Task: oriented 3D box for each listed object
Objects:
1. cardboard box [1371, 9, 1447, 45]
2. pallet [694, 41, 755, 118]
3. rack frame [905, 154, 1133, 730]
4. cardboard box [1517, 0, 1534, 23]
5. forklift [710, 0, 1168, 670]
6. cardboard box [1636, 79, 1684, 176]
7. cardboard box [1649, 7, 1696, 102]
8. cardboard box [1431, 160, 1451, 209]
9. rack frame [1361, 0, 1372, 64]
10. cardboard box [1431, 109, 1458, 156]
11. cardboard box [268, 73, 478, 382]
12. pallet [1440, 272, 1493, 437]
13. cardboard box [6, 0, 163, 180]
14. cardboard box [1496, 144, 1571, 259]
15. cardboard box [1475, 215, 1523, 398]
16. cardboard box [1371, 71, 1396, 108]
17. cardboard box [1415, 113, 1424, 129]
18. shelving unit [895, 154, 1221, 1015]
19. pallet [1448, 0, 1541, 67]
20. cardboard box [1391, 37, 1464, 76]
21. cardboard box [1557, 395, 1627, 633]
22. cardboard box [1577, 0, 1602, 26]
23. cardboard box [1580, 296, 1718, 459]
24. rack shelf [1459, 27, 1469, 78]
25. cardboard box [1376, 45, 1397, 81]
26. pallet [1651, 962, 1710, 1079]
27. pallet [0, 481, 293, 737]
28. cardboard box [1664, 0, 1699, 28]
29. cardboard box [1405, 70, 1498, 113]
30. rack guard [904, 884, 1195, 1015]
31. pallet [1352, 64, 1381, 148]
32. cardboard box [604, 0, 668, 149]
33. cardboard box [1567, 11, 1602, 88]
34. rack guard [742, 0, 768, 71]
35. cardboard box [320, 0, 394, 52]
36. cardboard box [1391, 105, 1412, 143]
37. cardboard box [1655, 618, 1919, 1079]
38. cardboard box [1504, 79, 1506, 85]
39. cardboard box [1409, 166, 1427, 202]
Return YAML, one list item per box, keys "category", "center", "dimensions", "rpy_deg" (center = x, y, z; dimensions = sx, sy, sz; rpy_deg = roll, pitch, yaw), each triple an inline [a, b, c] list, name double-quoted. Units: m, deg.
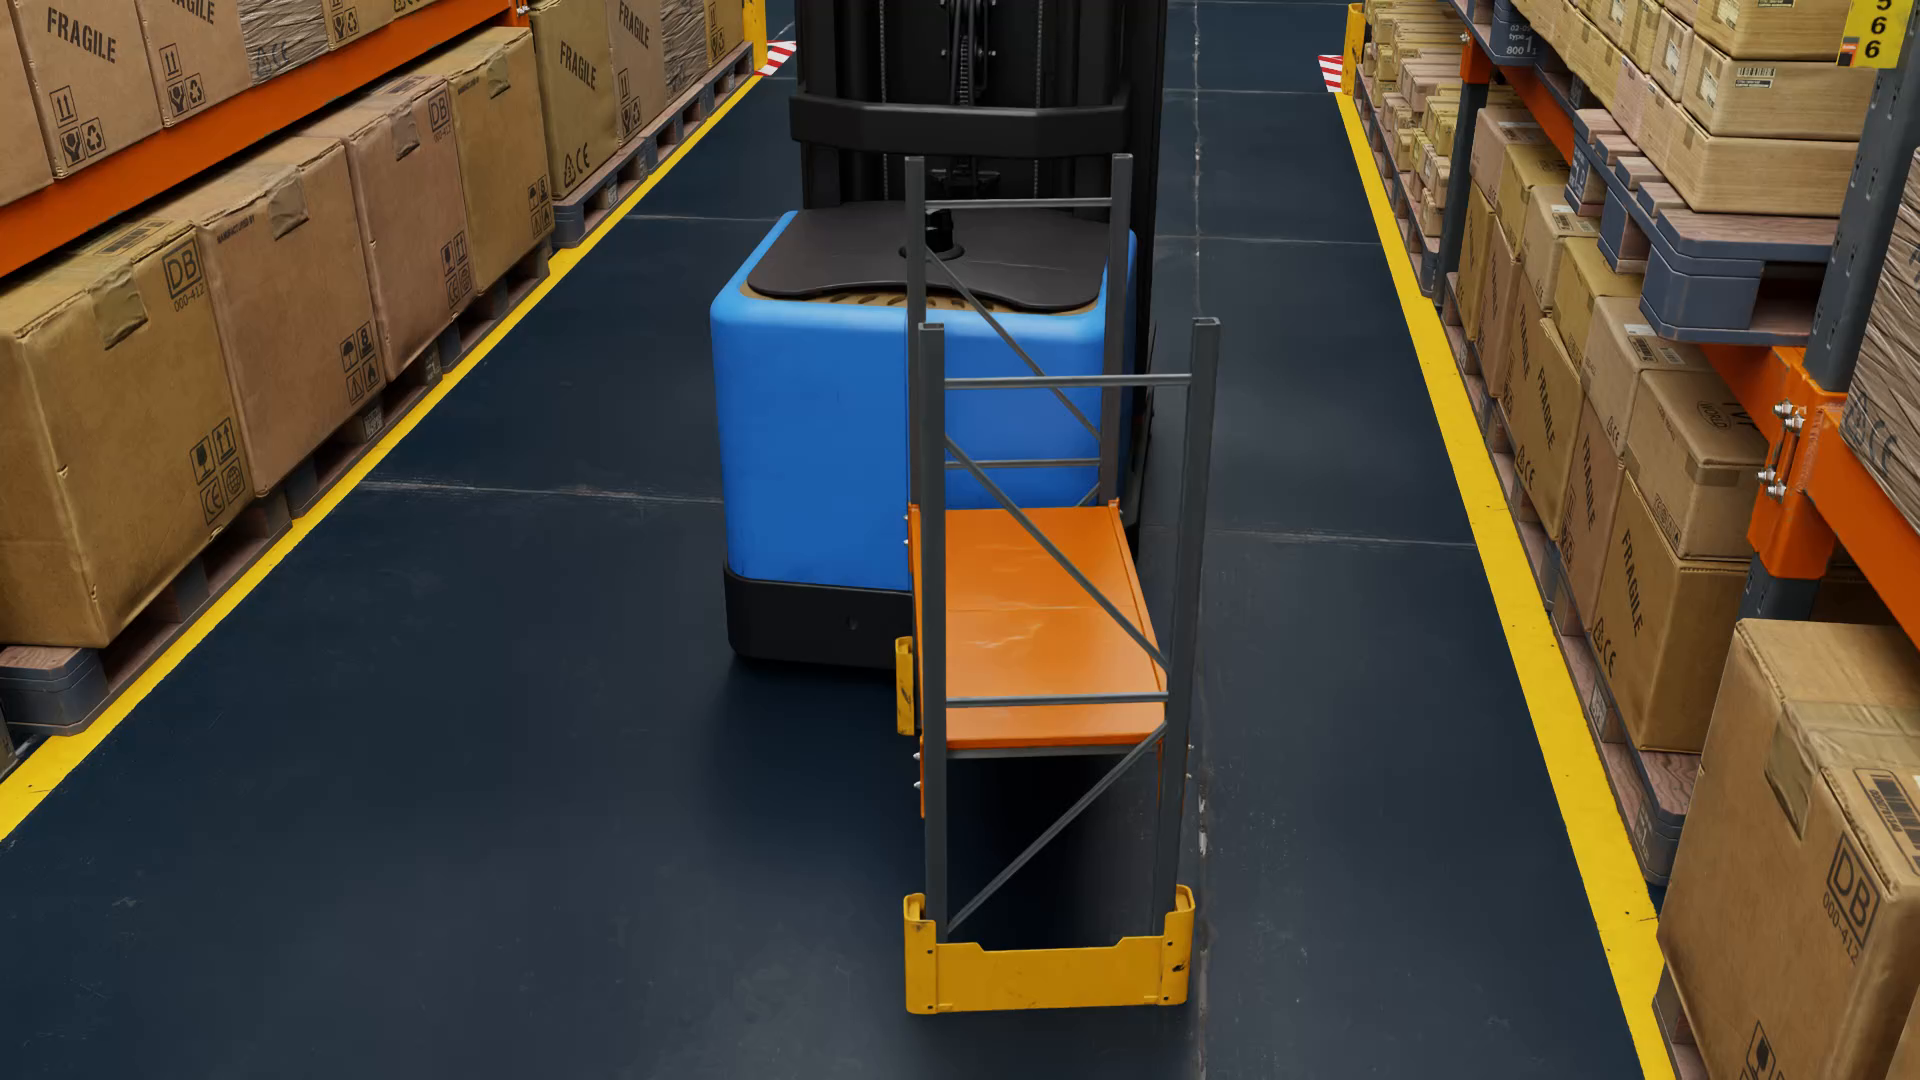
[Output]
- category: "cardboard box"
  center: [2.540, -2.902, 9.409]
  dimensions: [0.380, 0.149, 0.250]
  rpy_deg: [3, 28, 6]
- category: "pallet"
  center: [-1.916, -2.912, 10.433]
  dimensions: [1.003, 0.211, 1.213]
  rpy_deg: [3, 28, 6]
- category: "rack frame"
  center: [0.129, -0.180, 4.002]
  dimensions: [0.500, 1.500, 0.032]
  rpy_deg: [-1, 28, -3]
- category: "cardboard box"
  center: [1.865, -1.603, 4.884]
  dimensions: [0.380, 0.149, 0.250]
  rpy_deg: [3, 28, 5]
- category: "forklift"
  center: [0.096, -1.586, 5.103]
  dimensions: [1.130, 2.935, 3.031]
  rpy_deg: [4, 29, 8]
- category: "cardboard box"
  center: [1.670, -0.869, 3.523]
  dimensions: [0.380, 0.149, 0.250]
  rpy_deg: [3, 28, 6]
- category: "cardboard box"
  center: [1.674, -1.009, 3.469]
  dimensions: [0.380, 0.149, 0.250]
  rpy_deg: [4, 29, 8]
- category: "cardboard box"
  center: [2.247, -1.529, 7.176]
  dimensions: [0.380, 0.149, 0.250]
  rpy_deg: [4, 29, 7]
- category: "rack frame"
  center: [3.014, -4.185, 9.855]
  dimensions: [1.000, 3.000, 0.127]
  rpy_deg: [3, 28, 6]
- category: "cardboard box"
  center: [2.301, -1.799, 7.362]
  dimensions: [0.380, 0.149, 0.250]
  rpy_deg: [4, 29, 7]
- category: "cardboard box"
  center: [-2.553, -1.164, 6.046]
  dimensions: [1.225, 0.875, 0.875]
  rpy_deg: [2, 28, 4]
- category: "pallet"
  center: [2.430, -0.708, 6.341]
  dimensions: [1.003, 0.211, 1.213]
  rpy_deg: [3, 28, 6]
- category: "cardboard box"
  center: [-2.486, -1.255, 4.311]
  dimensions: [0.500, 0.500, 0.500]
  rpy_deg: [3, 28, 5]
- category: "cardboard box"
  center: [2.109, -1.133, 5.593]
  dimensions: [0.500, 0.250, 0.500]
  rpy_deg: [4, 29, 8]
- category: "cardboard box"
  center: [2.107, -0.805, 5.774]
  dimensions: [0.500, 0.500, 0.500]
  rpy_deg: [5, 29, 8]
- category: "cardboard box"
  center: [2.518, -2.527, 9.342]
  dimensions: [0.380, 0.149, 0.250]
  rpy_deg: [4, 29, 7]
- category: "cardboard box"
  center: [2.423, -2.018, 8.083]
  dimensions: [0.380, 0.149, 0.250]
  rpy_deg: [4, 29, 7]
- category: "shelving unit"
  center: [0.155, 0.057, 3.563]
  dimensions: [0.587, 1.500, 1.083]
  rpy_deg: [-1, 28, -3]
- category: "pallet"
  center: [2.286, -1.866, 5.754]
  dimensions: [1.003, 0.211, 1.213]
  rpy_deg: [3, 28, 6]
- category: "cardboard box"
  center: [2.471, -2.529, 8.717]
  dimensions: [0.380, 0.149, 0.250]
  rpy_deg: [4, 29, 7]
- category: "cardboard box"
  center: [1.922, -0.073, 4.415]
  dimensions: [0.500, 0.500, 0.500]
  rpy_deg: [4, 29, 8]
- category: "cardboard box"
  center: [1.767, -1.368, 4.135]
  dimensions: [0.380, 0.149, 0.250]
  rpy_deg: [3, 28, 6]
- category: "cardboard box"
  center: [1.909, -0.409, 4.249]
  dimensions: [0.500, 0.250, 0.500]
  rpy_deg: [4, 29, 7]
- category: "rack shelf"
  center: [2.769, -2.927, 8.278]
  dimensions: [1.077, 0.370, 4.000]
  rpy_deg: [3, 28, 6]
- category: "cardboard box"
  center: [2.524, -2.653, 9.262]
  dimensions: [0.380, 0.149, 0.250]
  rpy_deg: [4, 29, 8]
- category: "pallet"
  center: [1.863, 1.175, 2.846]
  dimensions: [1.003, 0.211, 1.213]
  rpy_deg: [3, 28, 6]
- category: "pallet"
  center: [-2.705, 0.106, 4.831]
  dimensions: [1.003, 0.211, 1.213]
  rpy_deg: [3, 28, 6]
- category: "cardboard box"
  center: [1.672, -1.131, 3.381]
  dimensions: [0.380, 0.149, 0.250]
  rpy_deg: [3, 28, 6]
- category: "cardboard box"
  center: [2.375, -2.167, 8.045]
  dimensions: [0.380, 0.149, 0.250]
  rpy_deg: [2, 28, 4]
- category: "rack guard"
  center: [0.180, 0.843, 3.422]
  dimensions: [0.587, 0.250, 0.087]
  rpy_deg: [-1, 28, -3]
- category: "pallet"
  center: [2.870, -2.541, 9.744]
  dimensions: [1.003, 0.211, 1.213]
  rpy_deg: [3, 28, 6]
- category: "cardboard box"
  center: [-2.116, -2.617, 8.742]
  dimensions: [0.875, 0.875, 0.875]
  rpy_deg: [3, 28, 6]
- category: "cardboard box"
  center: [1.767, -1.234, 4.200]
  dimensions: [0.380, 0.149, 0.250]
  rpy_deg: [2, 28, 4]
- category: "rack guard"
  center: [-1.893, -3.431, 11.092]
  dimensions: [1.175, 0.500, 0.348]
  rpy_deg: [3, 28, 6]
- category: "cardboard box"
  center: [-2.297, -1.967, 5.633]
  dimensions: [0.500, 0.500, 0.500]
  rpy_deg: [3, 28, 6]
- category: "cardboard box"
  center: [2.456, -2.158, 8.655]
  dimensions: [0.380, 0.149, 0.250]
  rpy_deg: [3, 28, 6]
- category: "cardboard box"
  center: [1.870, 0.668, 2.777]
  dimensions: [1.050, 0.750, 0.750]
  rpy_deg: [3, 28, 6]
- category: "cardboard box"
  center: [3.070, -2.372, 8.739]
  dimensions: [0.380, 0.149, 0.250]
  rpy_deg: [5, 29, 9]
- category: "cardboard box"
  center: [2.317, -1.682, 7.772]
  dimensions: [0.380, 0.149, 0.250]
  rpy_deg: [2, 28, 5]
